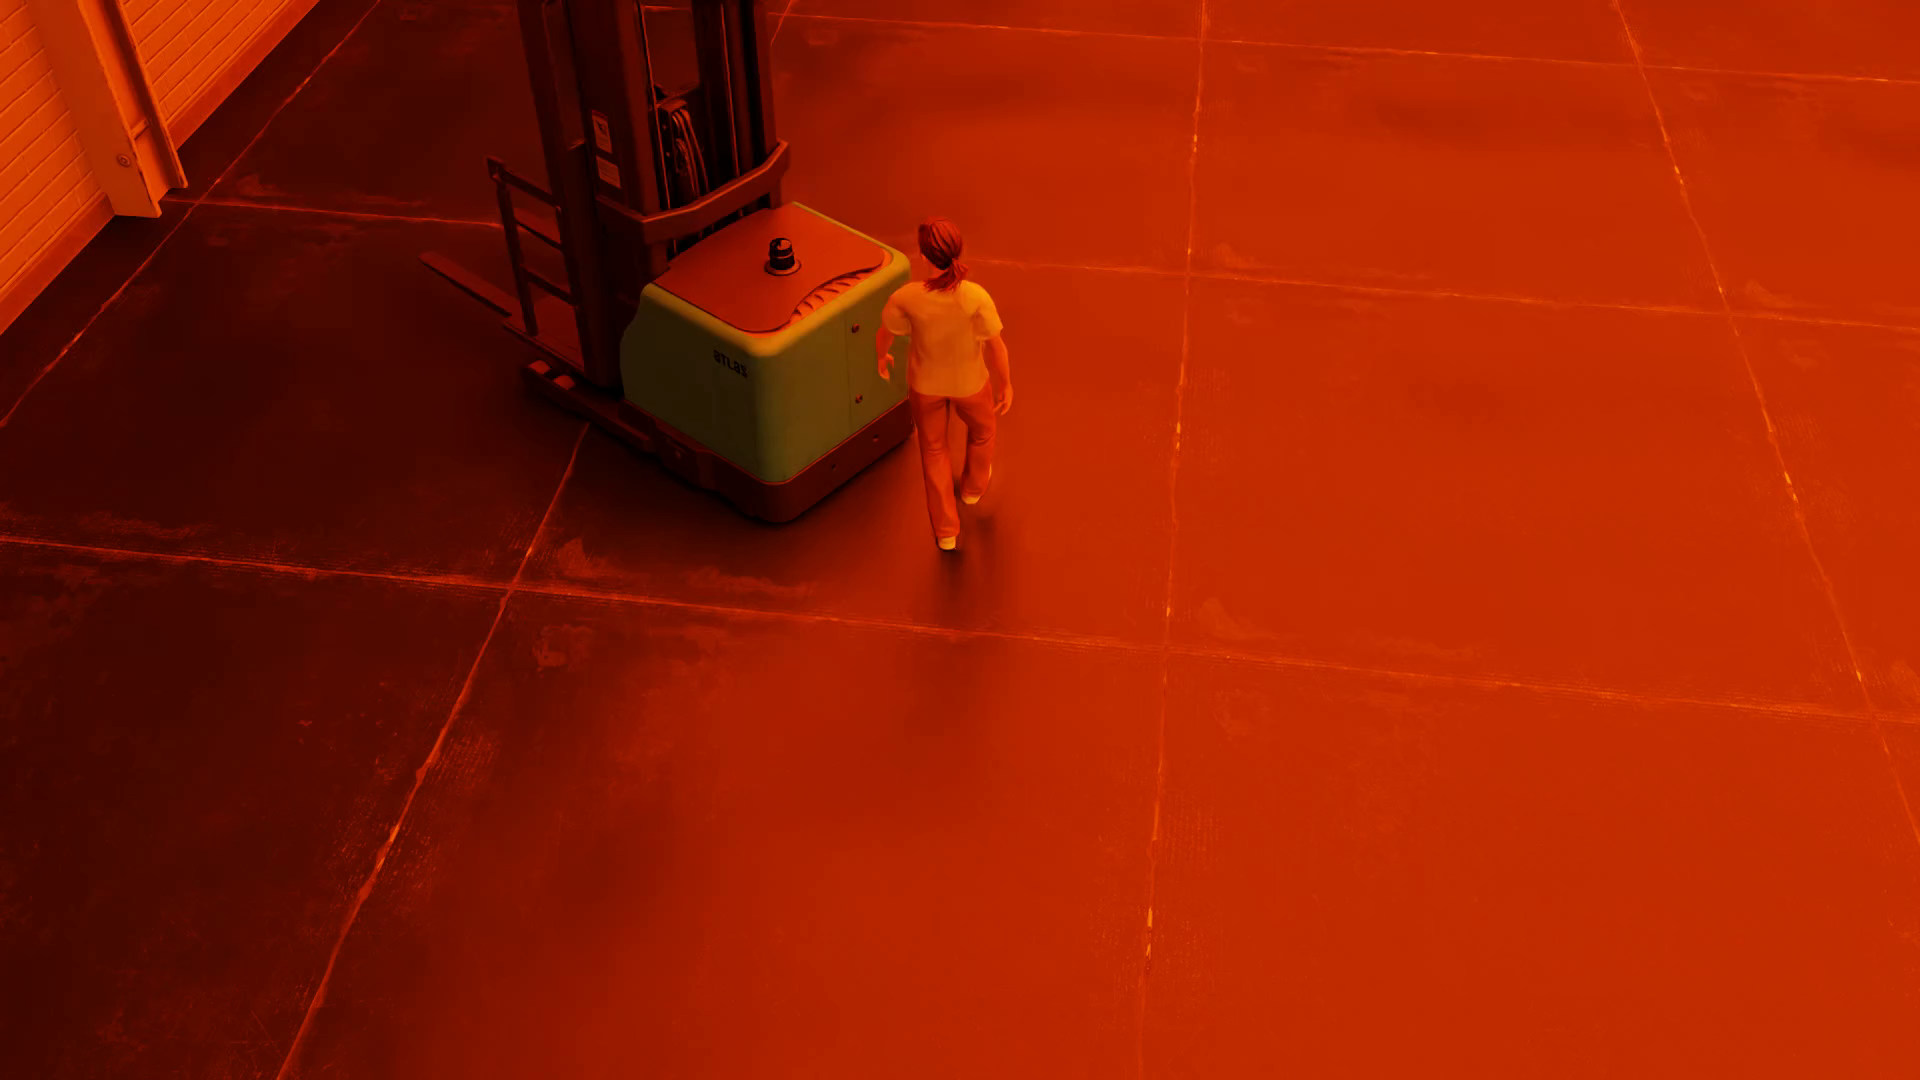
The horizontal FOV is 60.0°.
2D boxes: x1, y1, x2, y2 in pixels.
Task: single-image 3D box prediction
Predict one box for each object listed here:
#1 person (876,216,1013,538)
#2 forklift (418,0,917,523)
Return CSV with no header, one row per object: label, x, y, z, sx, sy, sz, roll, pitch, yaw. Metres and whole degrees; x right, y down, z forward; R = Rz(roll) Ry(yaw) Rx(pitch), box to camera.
person,-0.069,-0.744,7.438,0.618,1.596,0.504,1,43,1
forklift,-1.664,-2.011,7.914,3.031,2.935,1.130,30,50,29
